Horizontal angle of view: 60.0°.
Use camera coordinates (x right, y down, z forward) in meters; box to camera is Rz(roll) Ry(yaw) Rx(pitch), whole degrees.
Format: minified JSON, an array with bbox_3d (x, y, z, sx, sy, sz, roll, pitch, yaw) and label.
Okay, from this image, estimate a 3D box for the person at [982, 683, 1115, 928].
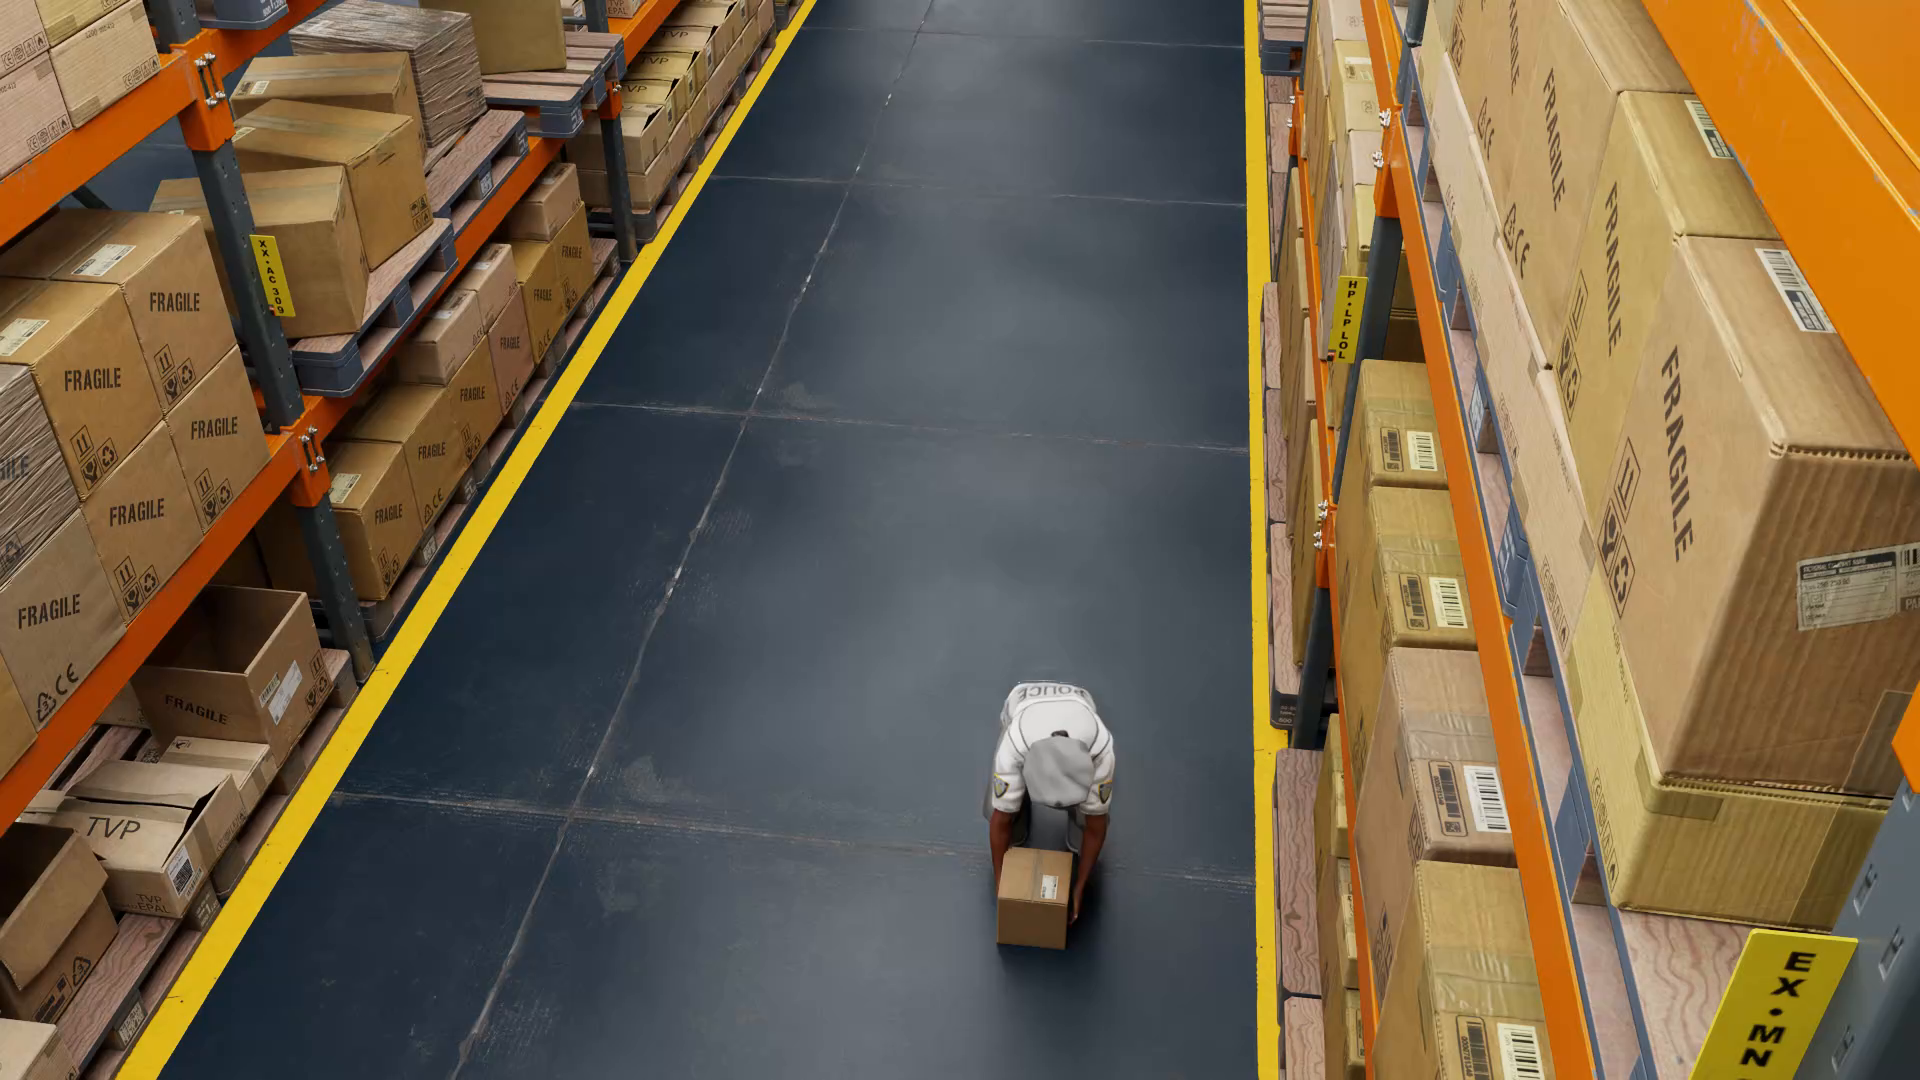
[{"bbox_3d":[0.330,0.869,6.158,0.478,0.855,0.868,4,37,6],"label":"person"}]
